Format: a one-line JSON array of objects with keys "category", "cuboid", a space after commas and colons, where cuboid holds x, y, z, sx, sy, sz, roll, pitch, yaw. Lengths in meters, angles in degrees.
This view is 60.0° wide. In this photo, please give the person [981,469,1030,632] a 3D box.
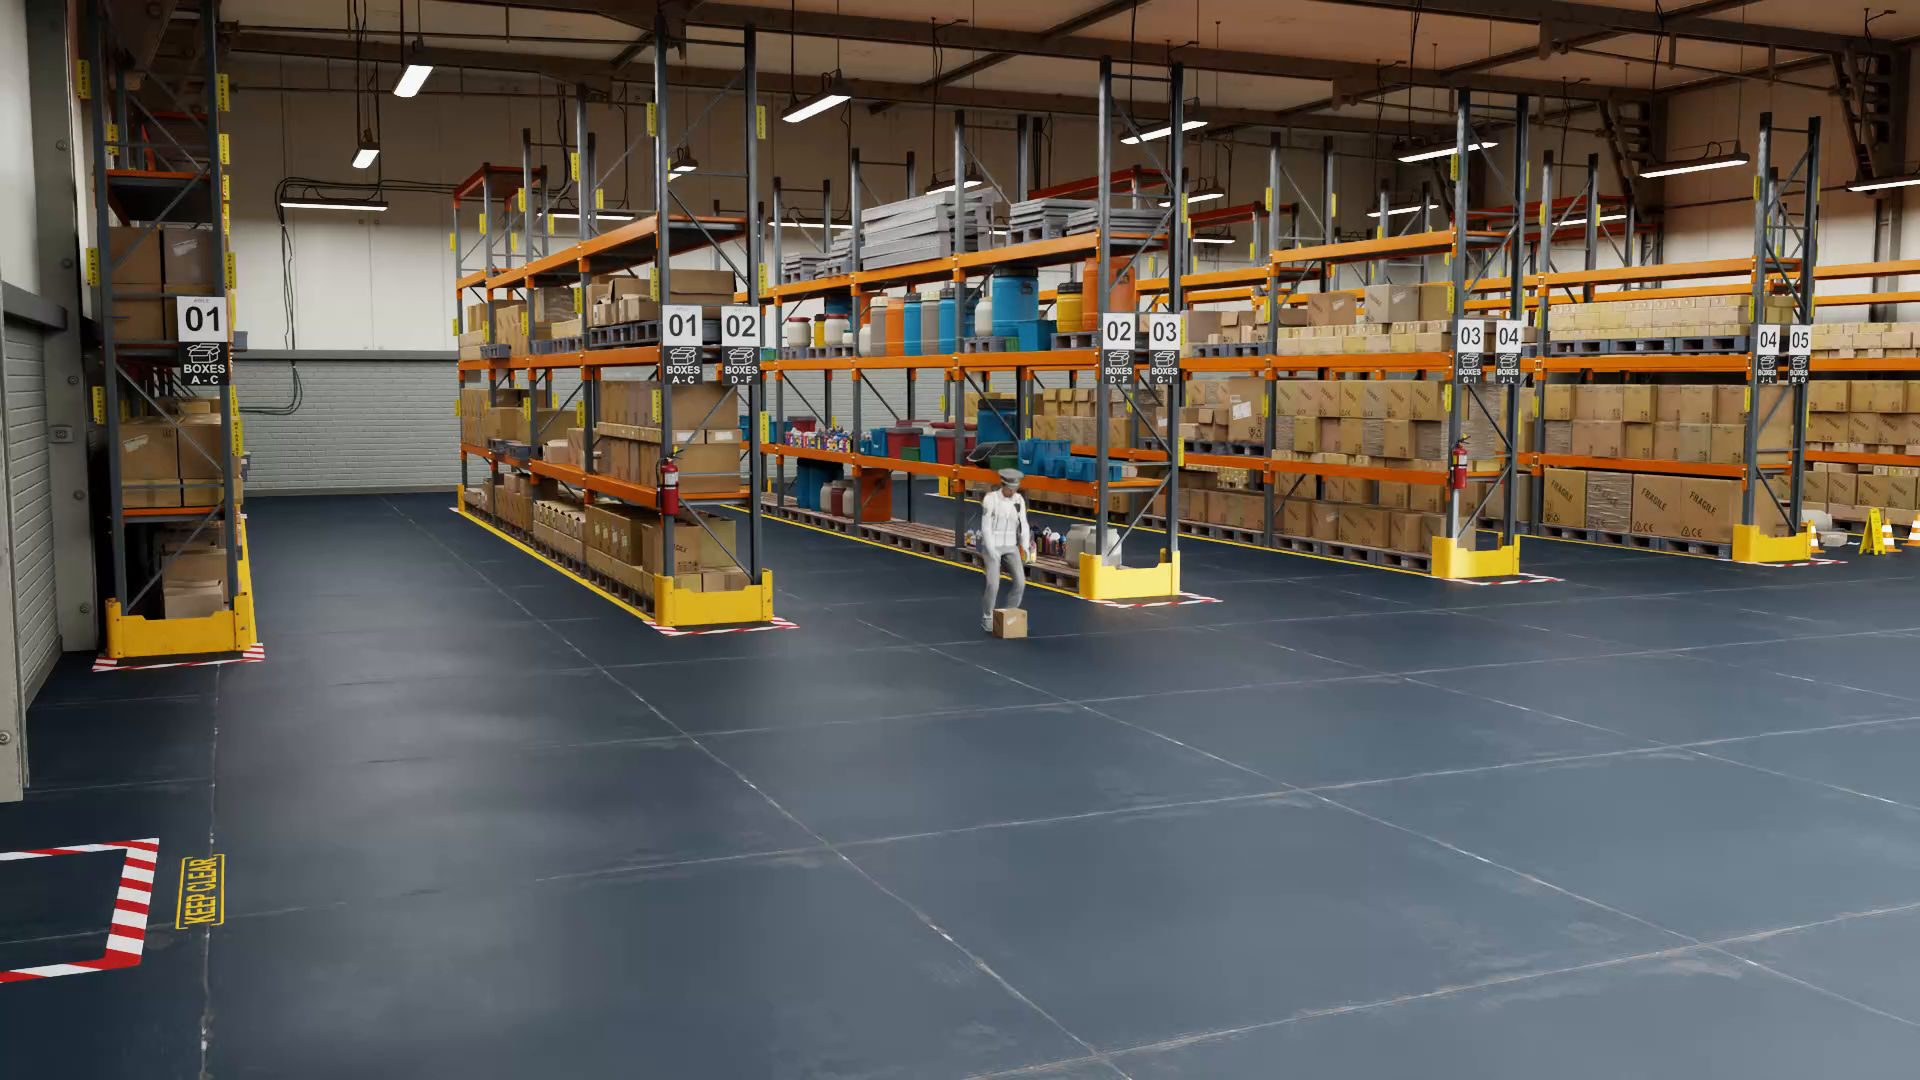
[{"category": "person", "cuboid": [0.449, 0.097, 16.385, 0.508, 1.605, 0.485, -2, 6, -22]}]
